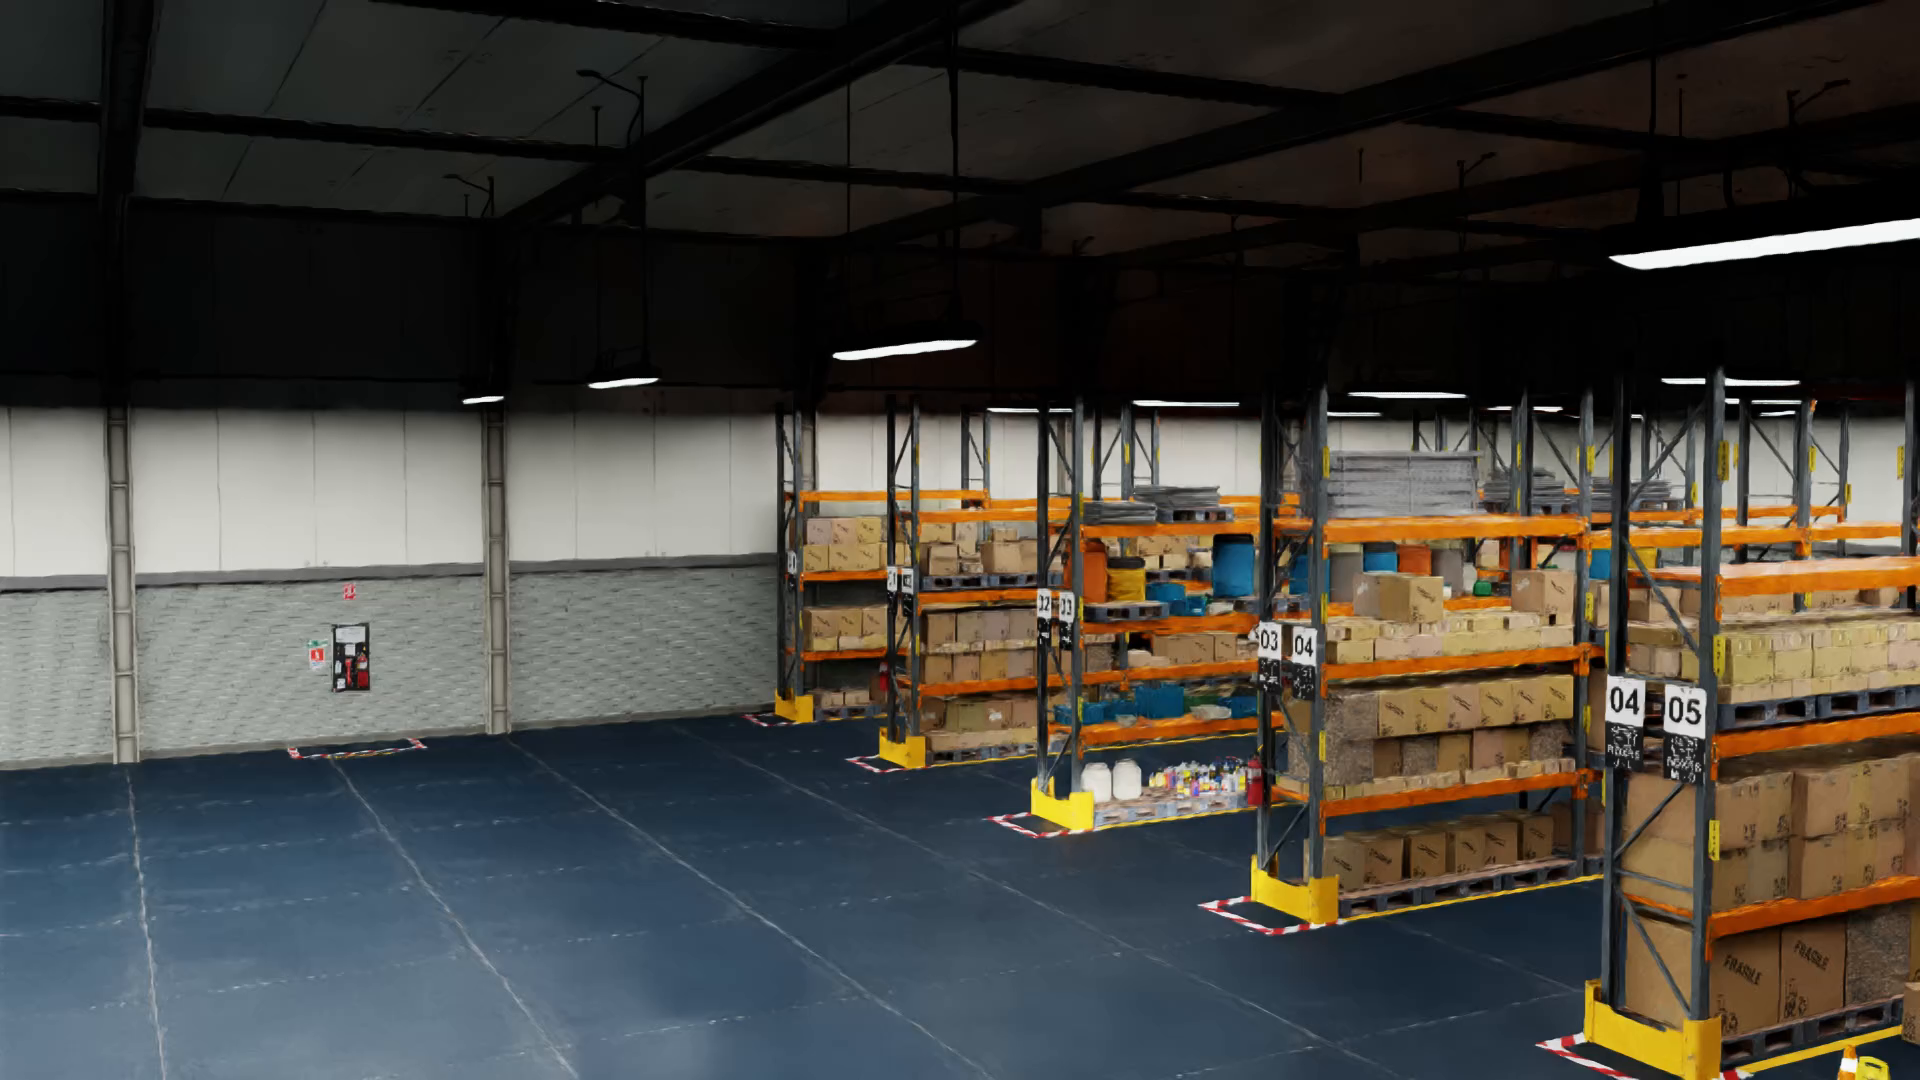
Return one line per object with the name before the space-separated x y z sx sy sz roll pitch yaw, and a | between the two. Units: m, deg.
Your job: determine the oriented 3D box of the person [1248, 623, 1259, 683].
person | 6.188 2.380 34.717 1.075 1.586 0.497 -2 4 -30
